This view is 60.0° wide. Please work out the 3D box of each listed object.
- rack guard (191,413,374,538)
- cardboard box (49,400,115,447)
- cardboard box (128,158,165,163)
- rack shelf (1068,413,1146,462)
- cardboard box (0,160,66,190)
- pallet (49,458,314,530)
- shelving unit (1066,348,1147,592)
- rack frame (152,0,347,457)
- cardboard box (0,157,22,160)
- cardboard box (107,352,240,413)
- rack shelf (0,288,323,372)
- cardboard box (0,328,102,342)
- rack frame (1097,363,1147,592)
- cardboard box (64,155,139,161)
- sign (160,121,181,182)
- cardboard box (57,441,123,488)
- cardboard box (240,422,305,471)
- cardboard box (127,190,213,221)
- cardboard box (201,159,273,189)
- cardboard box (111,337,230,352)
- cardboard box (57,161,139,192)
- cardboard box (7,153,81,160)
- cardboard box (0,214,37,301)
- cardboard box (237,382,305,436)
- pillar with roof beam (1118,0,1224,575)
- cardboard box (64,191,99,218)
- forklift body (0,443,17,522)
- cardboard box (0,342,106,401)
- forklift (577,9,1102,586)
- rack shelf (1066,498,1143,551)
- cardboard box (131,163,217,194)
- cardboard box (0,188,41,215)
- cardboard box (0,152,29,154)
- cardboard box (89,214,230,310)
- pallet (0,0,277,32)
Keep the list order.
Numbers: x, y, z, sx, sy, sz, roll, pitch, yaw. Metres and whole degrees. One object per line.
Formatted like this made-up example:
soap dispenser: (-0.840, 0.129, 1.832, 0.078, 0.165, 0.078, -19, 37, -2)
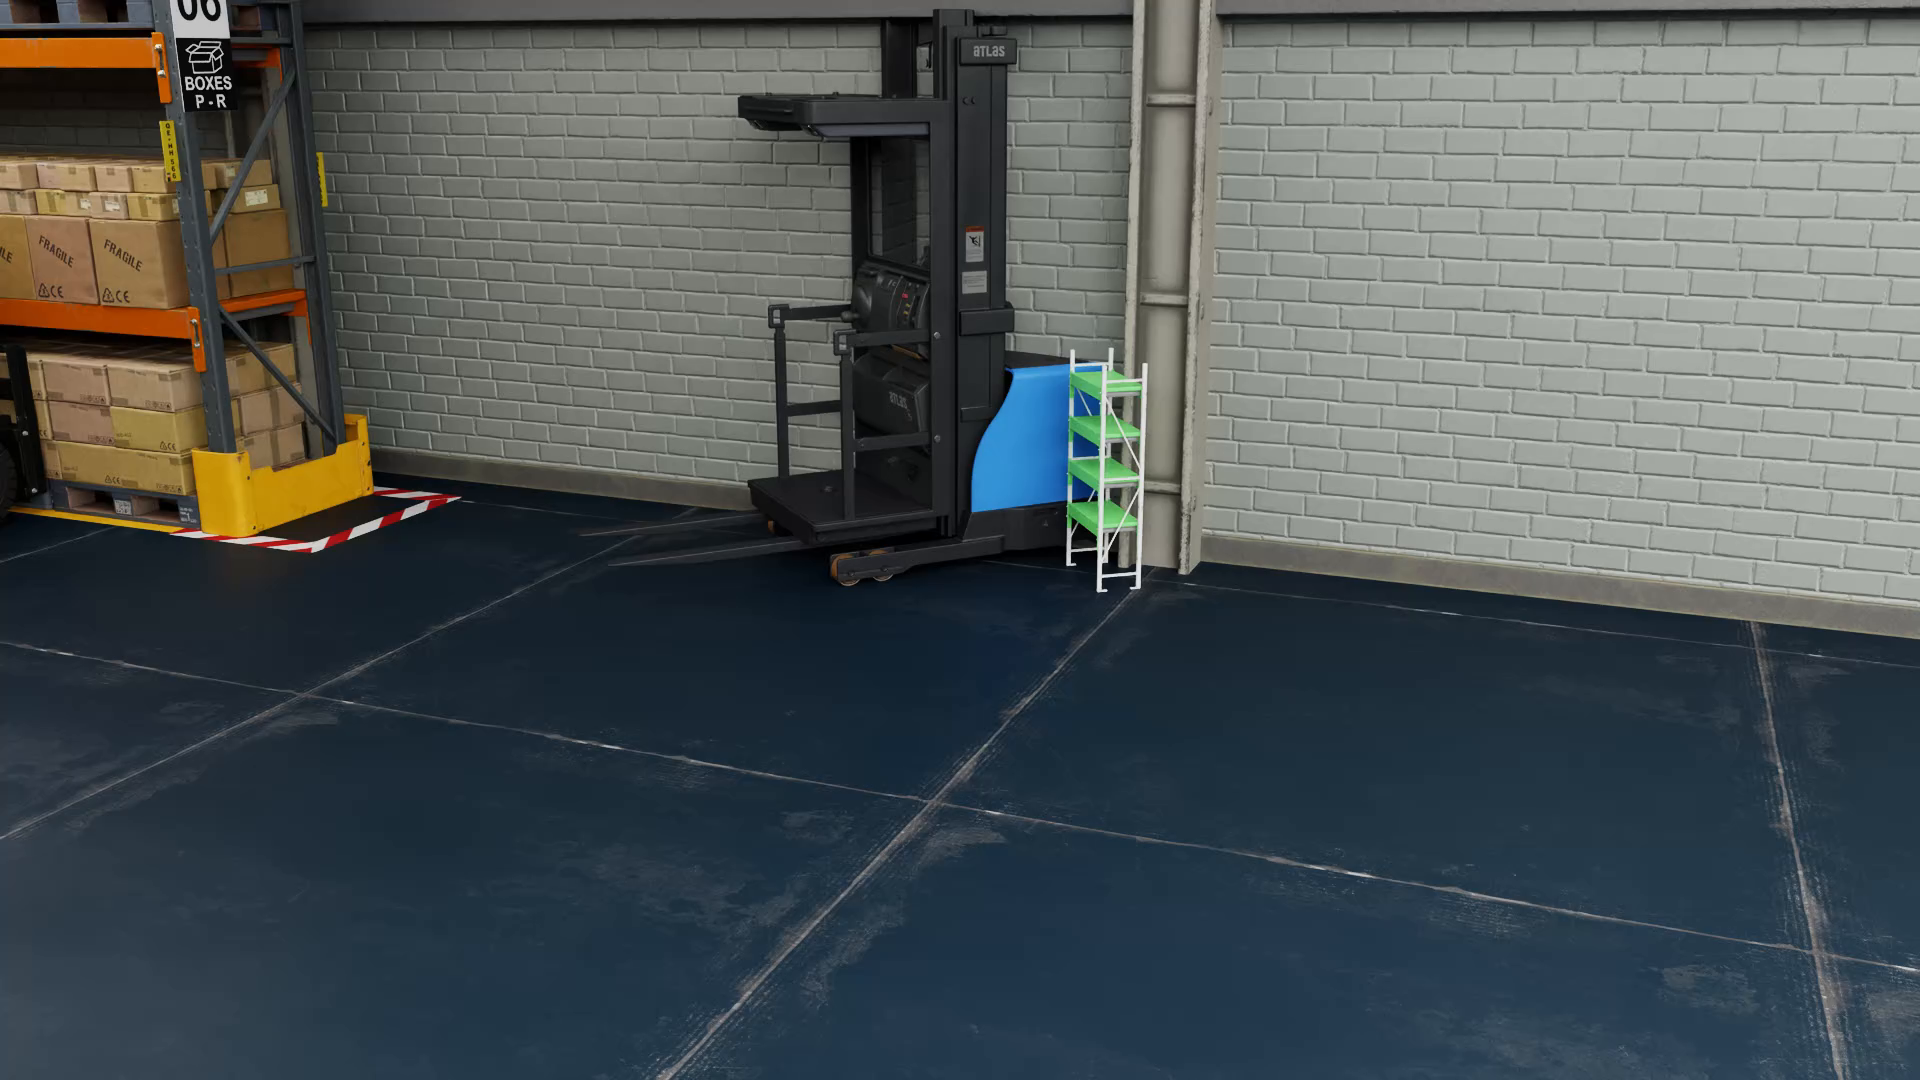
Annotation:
rack guard: (-4.134, -0.418, 10.218, 0.348, 0.500, 1.175, 6, 17, 21)
cardboard box: (-5.186, -0.765, 10.211, 0.500, 0.250, 0.500, 6, 17, 20)
cardboard box: (-4.872, -2.272, 10.244, 0.250, 0.149, 0.380, 7, 17, 22)
rack shelf: (0.770, -0.548, 8.776, 0.258, 0.148, 0.480, -4, 17, -15)
cardboard box: (-5.548, -2.185, 9.944, 0.250, 0.149, 0.380, 7, 18, 22)
pallet: (-4.883, -0.349, 10.498, 1.213, 0.211, 1.003, 6, 17, 21)
shelving unit: (0.770, -0.379, 8.825, 0.258, 1.200, 0.503, -4, 17, -15)
rack frame: (-4.156, -1.621, 9.878, 0.127, 3.000, 1.000, 6, 17, 21)
cardboard box: (-5.996, -2.261, 10.205, 0.250, 0.149, 0.380, 7, 17, 21)
cardboard box: (-4.699, -0.949, 9.947, 0.500, 0.250, 0.500, 7, 18, 22)
rack shelf: (-6.016, -1.480, 10.683, 4.000, 0.370, 1.077, 6, 17, 21)
cardboard box: (-5.935, -1.239, 10.947, 0.500, 0.250, 0.500, 6, 17, 20)
rack frame: (0.836, -0.313, 8.600, 0.240, 1.200, 0.015, -4, 17, -15)
cardboard box: (-5.351, -2.322, 10.415, 0.250, 0.149, 0.380, 7, 18, 22)
sign: (-4.368, -2.152, 9.203, 0.005, 0.325, 0.100, 6, 17, 21)
cardboard box: (-5.168, -0.522, 10.269, 0.500, 0.250, 0.500, 6, 17, 21)
cardboard box: (-4.541, -0.603, 10.550, 0.500, 0.250, 0.500, 6, 17, 21)
cardboard box: (-4.581, -1.943, 9.645, 0.250, 0.149, 0.380, 7, 17, 21)
cardboard box: (-4.390, -2.213, 10.041, 0.250, 0.149, 0.380, 6, 17, 20)
cardboard box: (-5.000, -1.131, 10.574, 0.500, 0.250, 0.500, 6, 17, 21)
cardboard box: (-5.061, -2.142, 9.797, 0.250, 0.149, 0.380, 7, 17, 22)
cardboard box: (-5.818, -2.379, 10.611, 0.250, 0.149, 0.380, 6, 17, 21)
cardboard box: (-5.666, -1.759, 10.174, 0.500, 0.500, 0.500, 6, 17, 20)
cardboard box: (-4.517, -0.844, 10.484, 0.500, 0.250, 0.500, 7, 17, 22)
pillar with roof beam: (-0.471, -3.077, 4.131, 0.400, 9.000, 9.100, 6, 17, 21)
cardboard box: (-5.049, -2.004, 9.855, 0.250, 0.149, 0.380, 7, 17, 22)
forklift body: (-6.589, -0.934, 9.034, 1.214, 2.155, 2.313, 6, 17, 21)
cardboard box: (-5.649, -1.048, 10.290, 0.500, 0.250, 0.500, 7, 17, 21)
forklift: (-0.565, -1.331, 9.002, 3.031, 2.935, 1.130, -8, 18, -25)
rack shelf: (0.770, -0.087, 8.910, 0.258, 0.148, 0.480, -4, 17, -15)
cardboard box: (-4.566, -2.105, 9.670, 0.250, 0.149, 0.380, 6, 17, 21)
cardboard box: (-5.541, -2.048, 10.004, 0.250, 0.149, 0.380, 6, 17, 19)
cardboard box: (-6.290, -2.439, 10.818, 0.250, 0.149, 0.380, 6, 17, 20)
cardboard box: (-4.710, -1.651, 9.802, 0.500, 0.500, 0.500, 6, 17, 19)
pallet: (-4.804, -3.098, 9.744, 1.213, 0.211, 1.003, 6, 17, 21)
